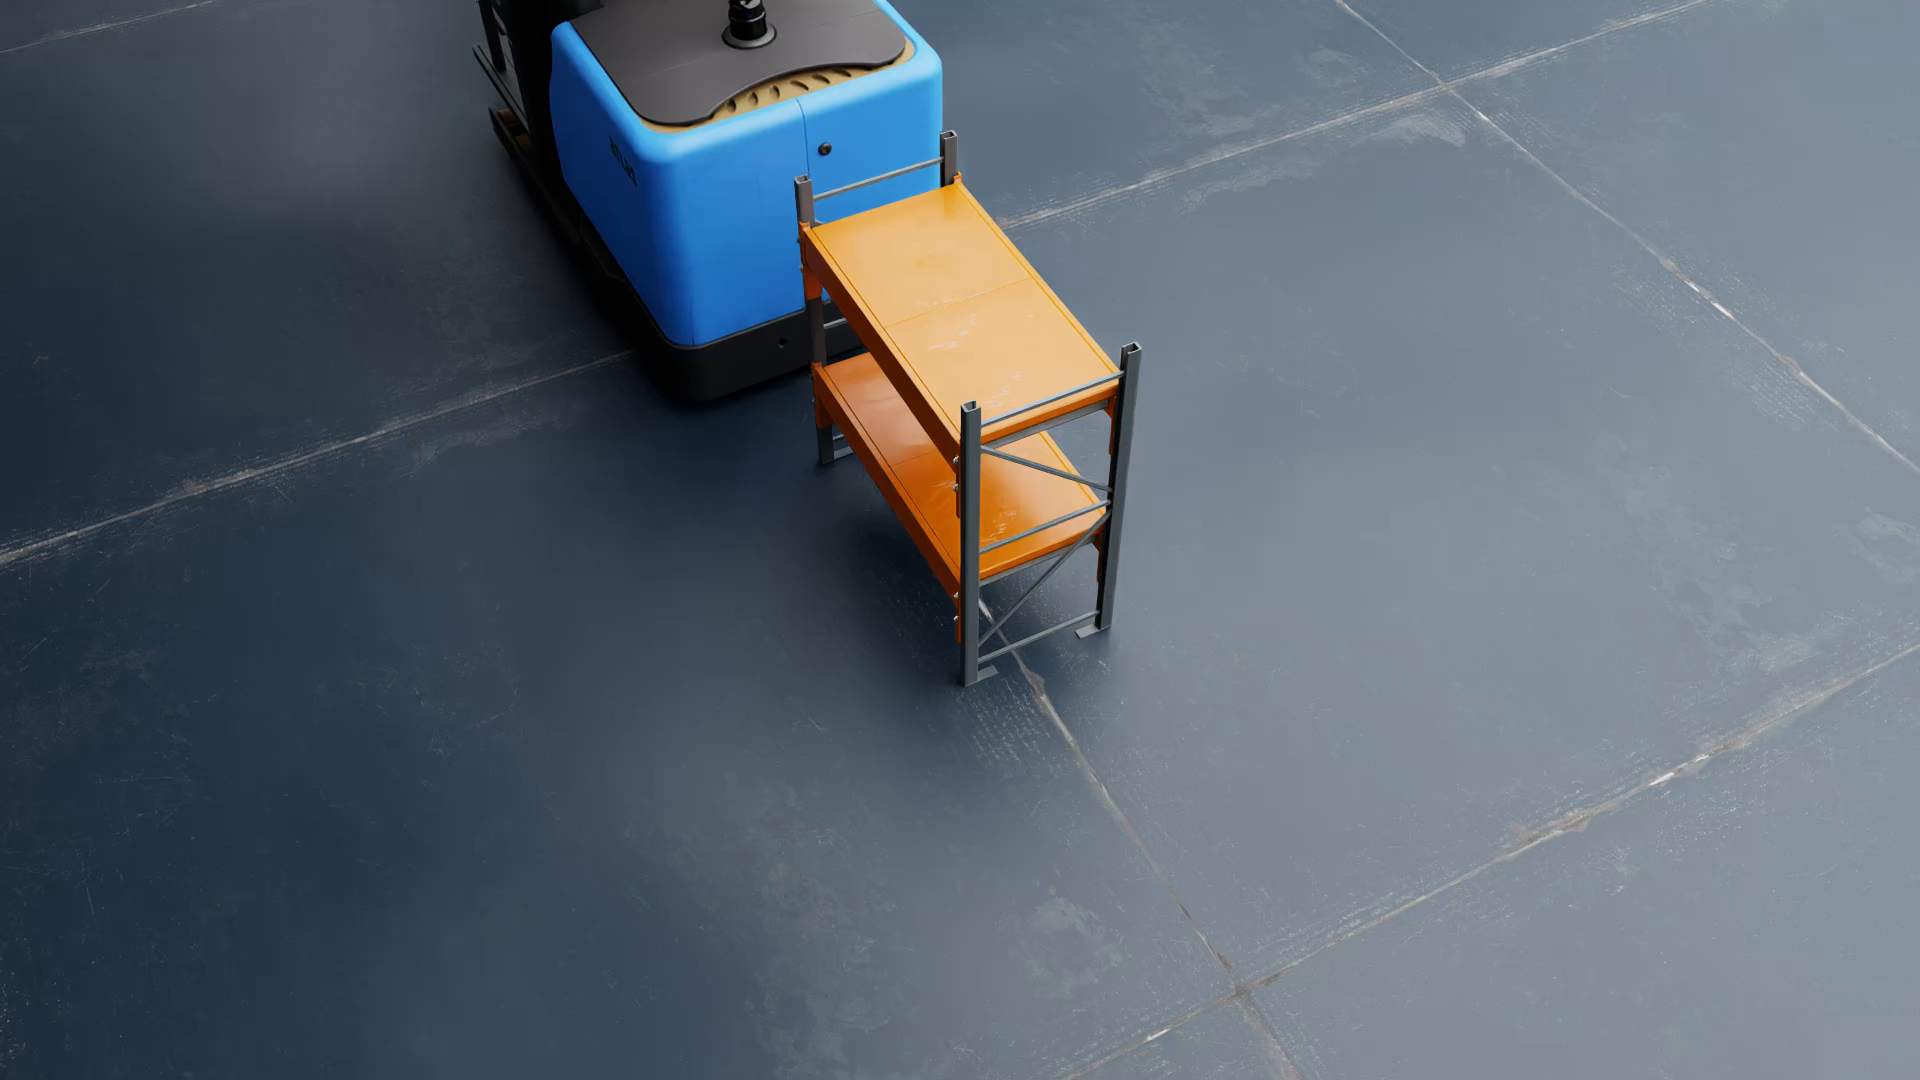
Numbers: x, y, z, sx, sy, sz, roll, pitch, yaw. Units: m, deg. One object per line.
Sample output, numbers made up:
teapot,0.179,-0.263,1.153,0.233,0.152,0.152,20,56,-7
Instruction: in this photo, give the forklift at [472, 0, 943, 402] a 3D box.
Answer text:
forklift,-1.194,-2.537,5.522,1.130,2.935,3.031,-23,53,-19

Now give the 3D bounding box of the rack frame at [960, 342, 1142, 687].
rack frame,0.230,-0.035,4.533,0.500,1.125,0.032,-21,52,-18

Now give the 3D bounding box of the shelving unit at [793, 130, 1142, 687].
shelving unit,-0.003,-0.375,4.831,0.538,1.125,1.048,-21,52,-18

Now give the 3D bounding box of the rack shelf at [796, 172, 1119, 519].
rack shelf,-0.003,-0.568,4.610,0.538,0.278,1.000,-21,52,-18

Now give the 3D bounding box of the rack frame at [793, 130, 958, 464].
rack frame,-0.236,-0.715,5.128,0.500,1.125,0.032,-21,52,-18

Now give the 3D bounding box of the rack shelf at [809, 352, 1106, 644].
rack shelf,-0.003,-0.214,5.015,0.538,0.278,1.000,-21,52,-18
